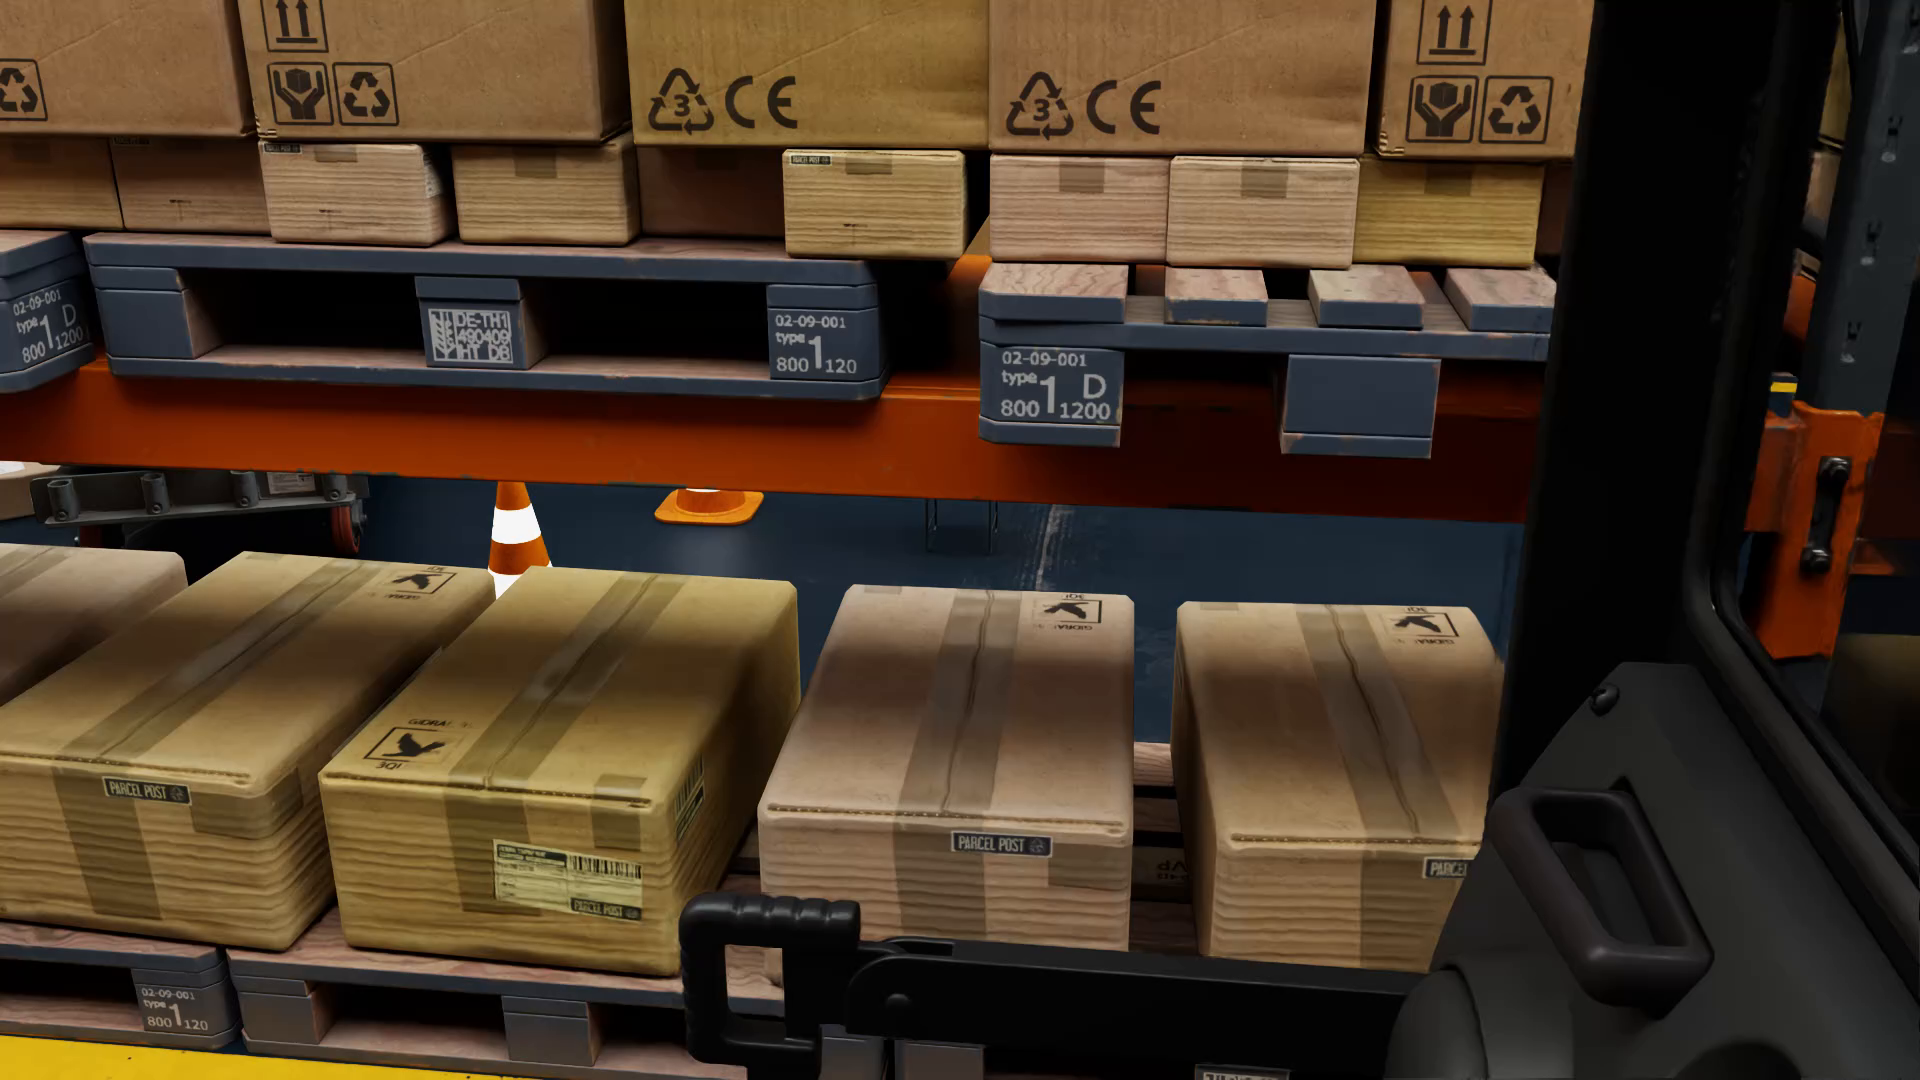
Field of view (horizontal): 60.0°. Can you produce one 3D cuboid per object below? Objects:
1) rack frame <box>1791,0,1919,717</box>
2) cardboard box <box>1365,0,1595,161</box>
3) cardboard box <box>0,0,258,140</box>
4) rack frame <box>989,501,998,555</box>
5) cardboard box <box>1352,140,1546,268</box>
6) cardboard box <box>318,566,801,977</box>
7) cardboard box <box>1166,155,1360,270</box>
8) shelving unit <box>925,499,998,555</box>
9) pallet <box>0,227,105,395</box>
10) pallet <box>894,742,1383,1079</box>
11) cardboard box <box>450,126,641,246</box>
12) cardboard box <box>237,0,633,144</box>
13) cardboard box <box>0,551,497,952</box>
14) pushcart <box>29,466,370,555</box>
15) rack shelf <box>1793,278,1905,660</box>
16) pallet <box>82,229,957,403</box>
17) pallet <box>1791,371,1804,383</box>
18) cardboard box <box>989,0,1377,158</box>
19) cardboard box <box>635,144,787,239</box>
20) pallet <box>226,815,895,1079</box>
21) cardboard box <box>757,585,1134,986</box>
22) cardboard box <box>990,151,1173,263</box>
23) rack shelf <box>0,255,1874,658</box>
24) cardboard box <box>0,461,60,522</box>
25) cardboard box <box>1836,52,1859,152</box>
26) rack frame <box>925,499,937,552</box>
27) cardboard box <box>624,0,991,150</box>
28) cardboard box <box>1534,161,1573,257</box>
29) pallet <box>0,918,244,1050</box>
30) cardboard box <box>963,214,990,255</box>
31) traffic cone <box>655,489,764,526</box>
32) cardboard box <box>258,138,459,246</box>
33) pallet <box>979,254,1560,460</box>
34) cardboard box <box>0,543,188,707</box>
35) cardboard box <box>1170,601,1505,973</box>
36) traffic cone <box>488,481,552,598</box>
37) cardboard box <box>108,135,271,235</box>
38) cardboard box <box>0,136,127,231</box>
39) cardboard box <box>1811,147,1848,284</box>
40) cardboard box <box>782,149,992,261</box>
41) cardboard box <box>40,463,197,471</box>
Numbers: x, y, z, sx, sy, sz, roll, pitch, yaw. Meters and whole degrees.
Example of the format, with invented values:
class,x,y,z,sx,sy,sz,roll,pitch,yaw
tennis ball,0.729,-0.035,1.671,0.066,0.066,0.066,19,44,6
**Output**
class,x,y,z,sx,sy,sz,roll,pitch,yaw
rack frame,1.311,-0.522,2.680,0.127,3.000,1.000,2,22,6
cardboard box,0.827,-0.820,2.323,0.500,0.500,0.500,2,22,5
cardboard box,-1.242,-0.902,2.530,0.500,0.500,0.500,2,22,6
rack frame,0.109,-0.414,5.262,0.006,0.900,0.240,2,22,6
cardboard box,0.683,-0.514,2.430,0.250,0.149,0.380,3,22,7
cardboard box,-0.735,0.413,3.319,0.625,0.372,0.950,3,22,8
cardboard box,0.428,-0.508,2.416,0.250,0.149,0.380,2,22,6
shelving unit,0.008,-0.418,5.273,0.210,0.900,0.258,2,22,6
pallet,-1.919,-0.520,2.935,1.213,0.211,1.003,2,22,6
pallet,0.535,0.740,3.280,1.213,0.211,1.003,2,22,6
cardboard box,-0.590,-0.567,2.564,0.250,0.149,0.380,2,22,5
cardboard box,-0.731,-0.884,2.484,0.500,0.500,0.500,2,22,4
cardboard box,-1.426,0.383,3.393,0.625,0.372,0.950,4,22,10
pushcart,-2.442,-0.310,5.711,0.936,0.377,1.648,-5,22,-12
rack shelf,3.297,-0.101,2.594,4.000,0.370,1.077,2,22,6
pallet,-0.660,-0.503,2.894,1.213,0.211,1.003,2,22,6
pallet,3.777,-0.949,7.553,1.213,0.211,1.003,2,22,6
cardboard box,0.312,-0.839,2.369,0.500,0.500,0.500,2,22,5
cardboard box,-0.331,-0.586,2.612,0.250,0.149,0.380,3,22,7
pallet,-0.673,0.687,3.416,1.213,0.211,1.003,2,22,6
cardboard box,0.017,0.448,3.230,0.625,0.372,0.950,2,22,5
cardboard box,0.179,-0.522,2.451,0.250,0.149,0.380,1,22,4
rack shelf,-0.675,-0.274,3.031,4.000,0.370,1.077,2,22,6
cardboard box,-3.218,-0.242,5.692,0.396,0.266,0.258,-14,25,-31
cardboard box,1.822,-0.756,2.797,0.500,0.250,0.500,2,22,6
rack frame,-0.093,-0.423,5.285,0.006,0.900,0.240,2,22,6
cardboard box,-0.189,-0.860,2.423,0.500,0.500,0.500,1,22,3
cardboard box,0.958,-0.529,2.468,0.250,0.149,0.380,3,22,8
pallet,-1.888,0.635,3.547,1.213,0.211,1.003,2,22,6
cardboard box,0.331,-1.578,7.841,0.750,0.750,1.050,3,22,7
traffic cone,-0.859,-0.325,5.633,0.334,0.463,0.336,2,22,6
cardboard box,-0.858,-0.568,2.566,0.250,0.149,0.380,3,22,8
pallet,0.591,-0.425,2.695,1.003,0.211,1.213,2,22,6
cardboard box,-2.140,0.354,3.469,0.625,0.372,0.950,3,22,7
cardboard box,0.751,0.477,3.157,0.625,0.372,0.950,1,22,3
traffic cone,-1.265,0.027,4.741,0.334,0.463,0.336,2,22,6
cardboard box,-1.116,-0.598,2.643,0.250,0.149,0.380,3,22,7
cardboard box,-1.362,-0.609,2.672,0.250,0.149,0.380,3,22,7
cardboard box,1.844,-0.525,2.892,0.500,0.250,0.500,2,22,4
cardboard box,-0.096,-0.529,2.469,0.250,0.149,0.380,3,22,7
cardboard box,-2.481,-0.536,5.085,0.500,0.500,0.500,2,22,6
